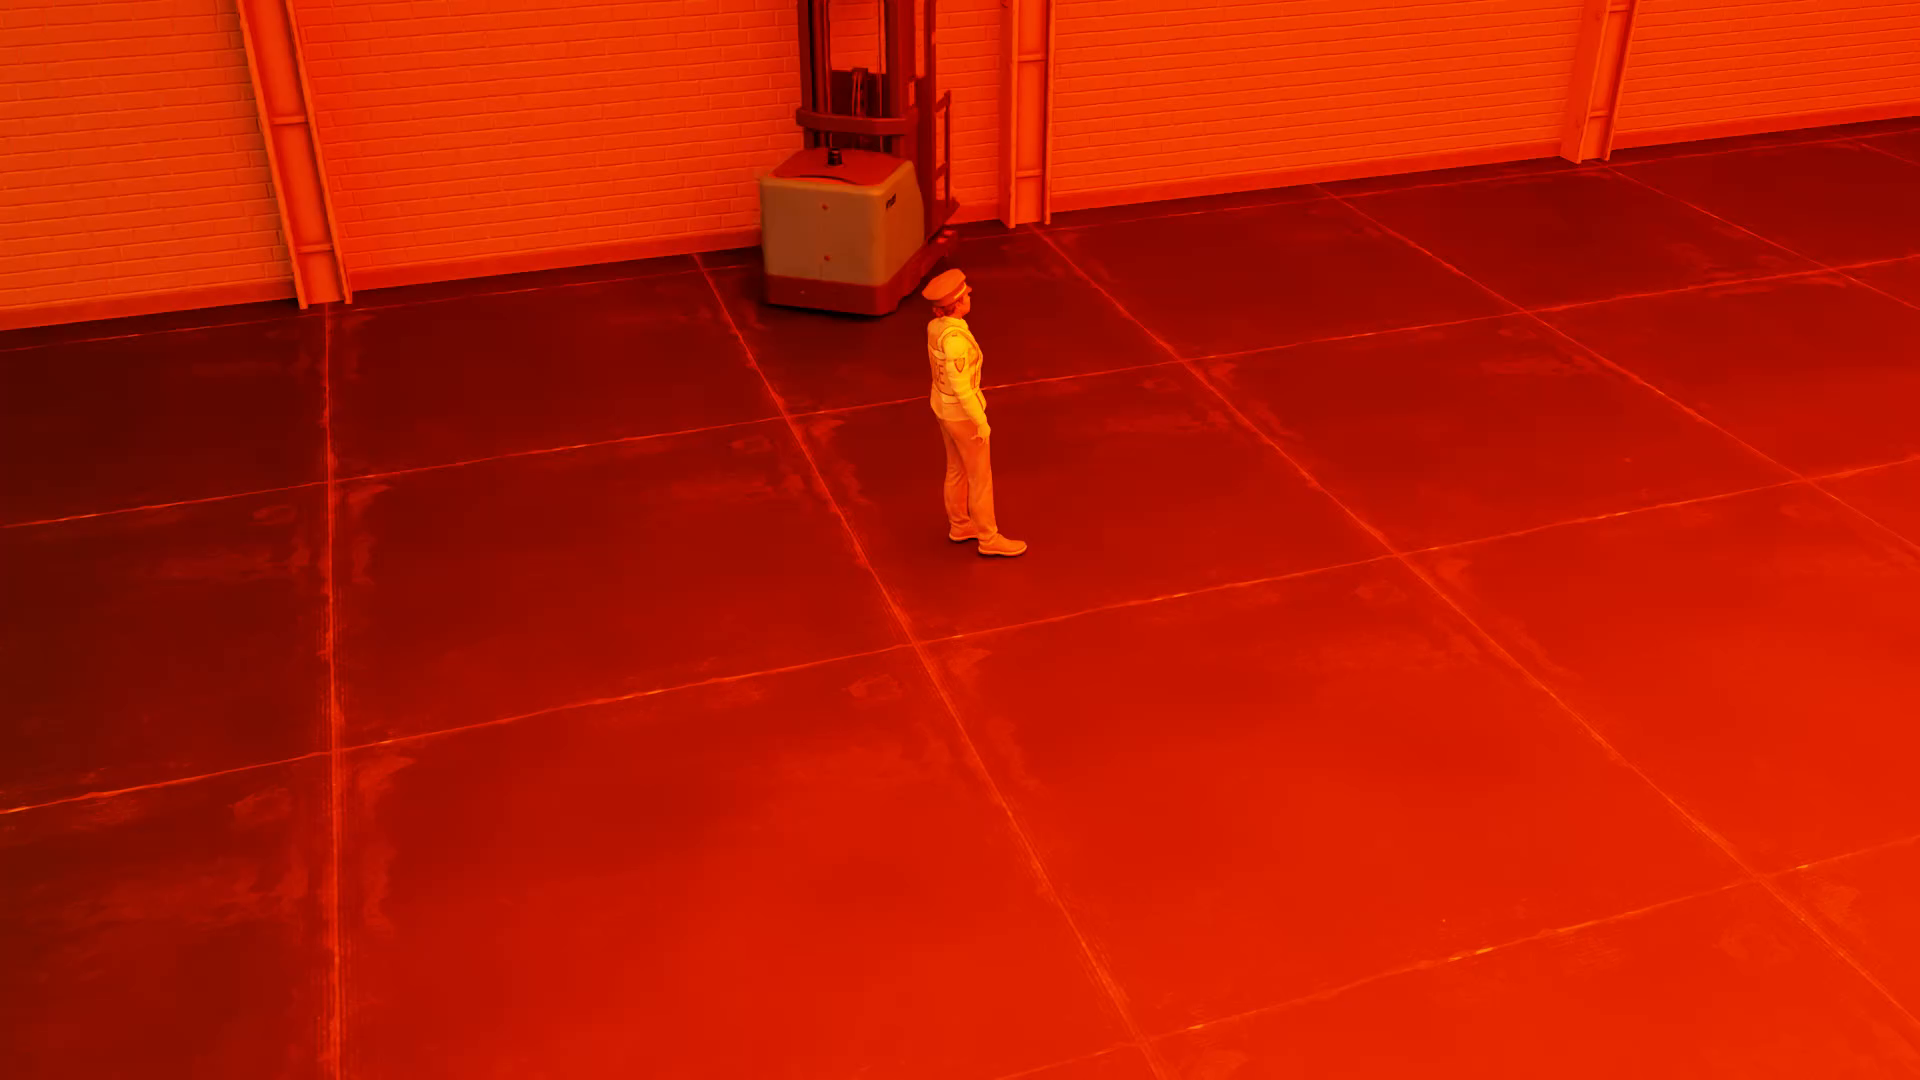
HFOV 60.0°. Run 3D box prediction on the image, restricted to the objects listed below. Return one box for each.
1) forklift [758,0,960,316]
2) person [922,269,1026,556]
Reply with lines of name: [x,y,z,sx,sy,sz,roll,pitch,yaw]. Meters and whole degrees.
forklift: [-0.653,-3.735,13.579,1.130,2.935,3.031,8,31,14]
person: [0.068,-0.748,9.613,0.530,1.694,0.587,-10,31,-16]
